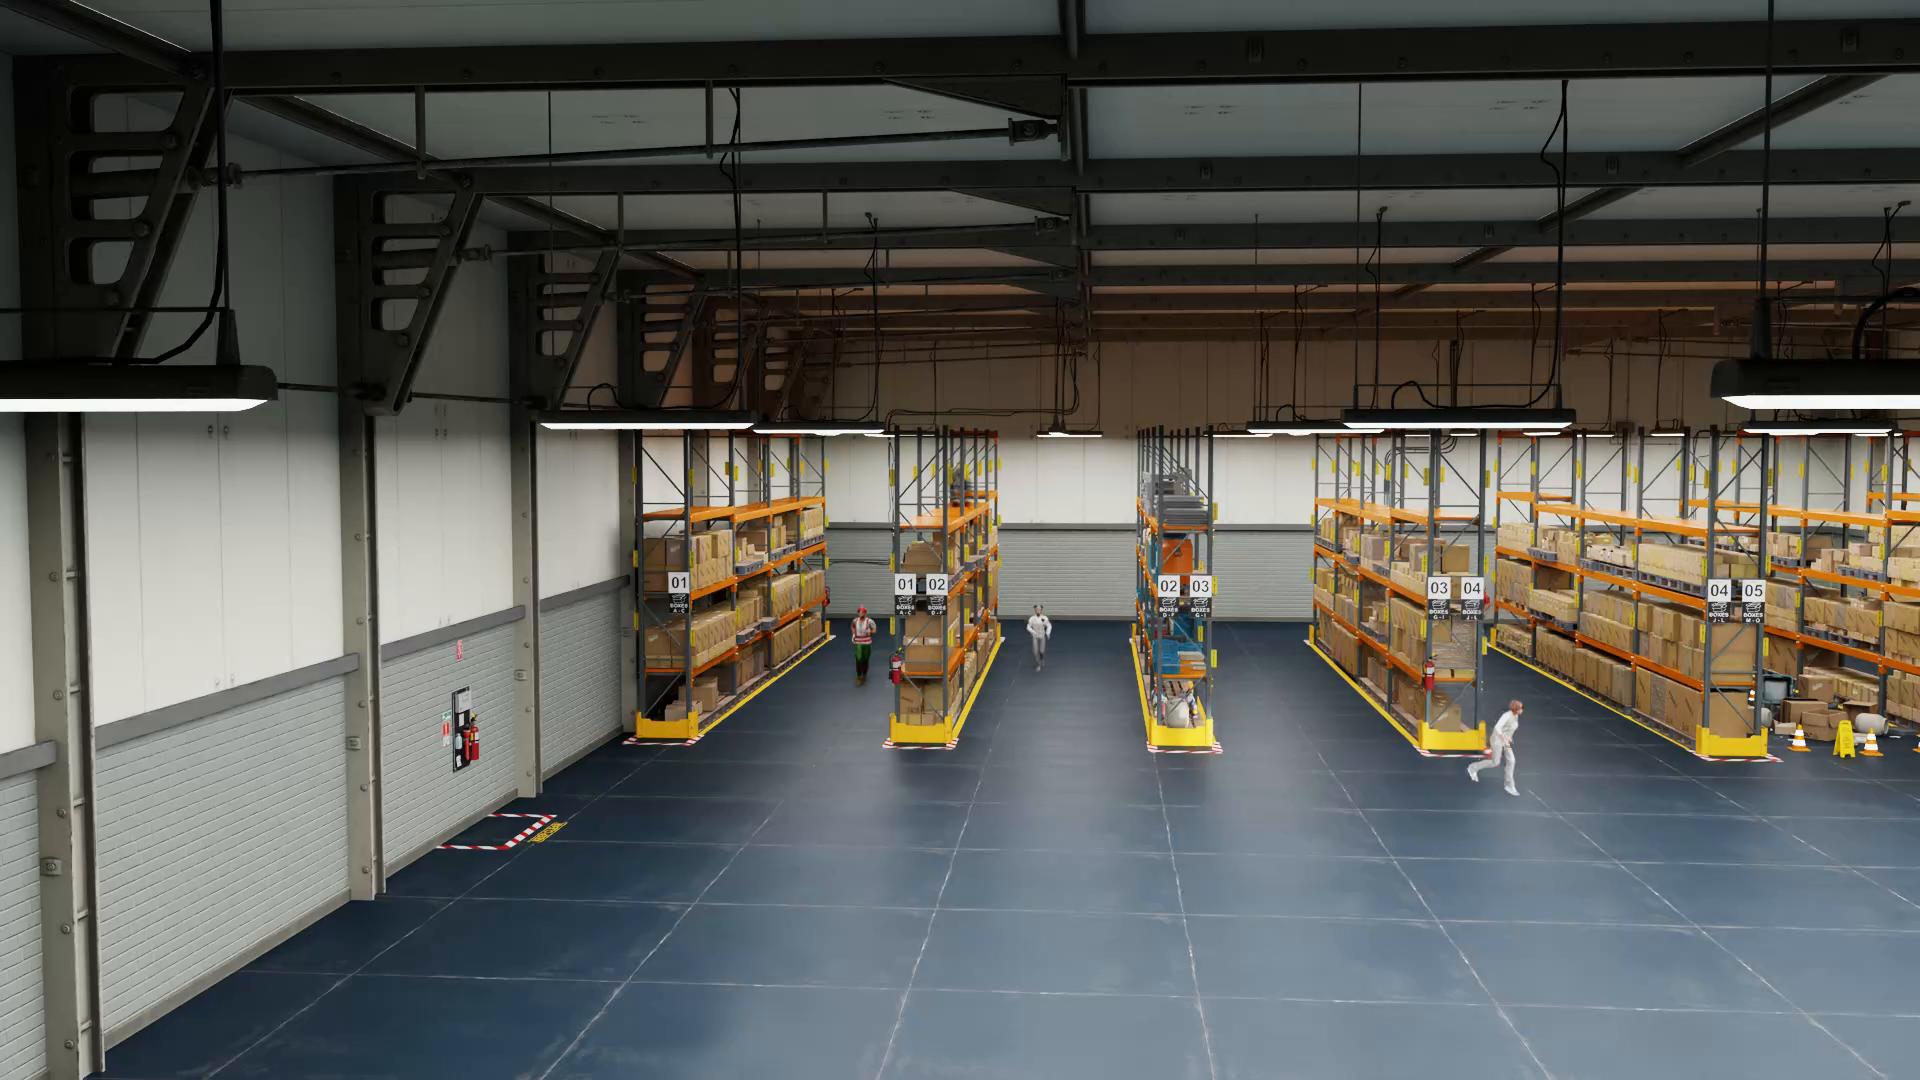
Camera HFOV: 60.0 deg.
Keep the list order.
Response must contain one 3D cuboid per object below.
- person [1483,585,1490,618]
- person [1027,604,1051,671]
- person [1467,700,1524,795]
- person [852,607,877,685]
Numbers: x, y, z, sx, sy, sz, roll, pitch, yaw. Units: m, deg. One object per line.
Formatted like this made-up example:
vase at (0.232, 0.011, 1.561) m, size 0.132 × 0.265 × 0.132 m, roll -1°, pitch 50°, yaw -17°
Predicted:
person at (14.654, 2.066, 47.136) m, size 0.543 × 1.644 × 0.705 m, roll -1°, pitch 3°, yaw -10°
person at (1.941, 2.422, 41.202) m, size 0.571 × 1.659 × 0.538 m, roll 0°, pitch 3°, yaw 5°
person at (8.731, 3.346, 27.131) m, size 0.896 × 1.549 × 0.559 m, roll 2°, pitch 4°, yaw 35°
person at (-2.262, 2.484, 39.182) m, size 0.620 × 1.850 × 0.799 m, roll 0°, pitch 3°, yaw 2°
